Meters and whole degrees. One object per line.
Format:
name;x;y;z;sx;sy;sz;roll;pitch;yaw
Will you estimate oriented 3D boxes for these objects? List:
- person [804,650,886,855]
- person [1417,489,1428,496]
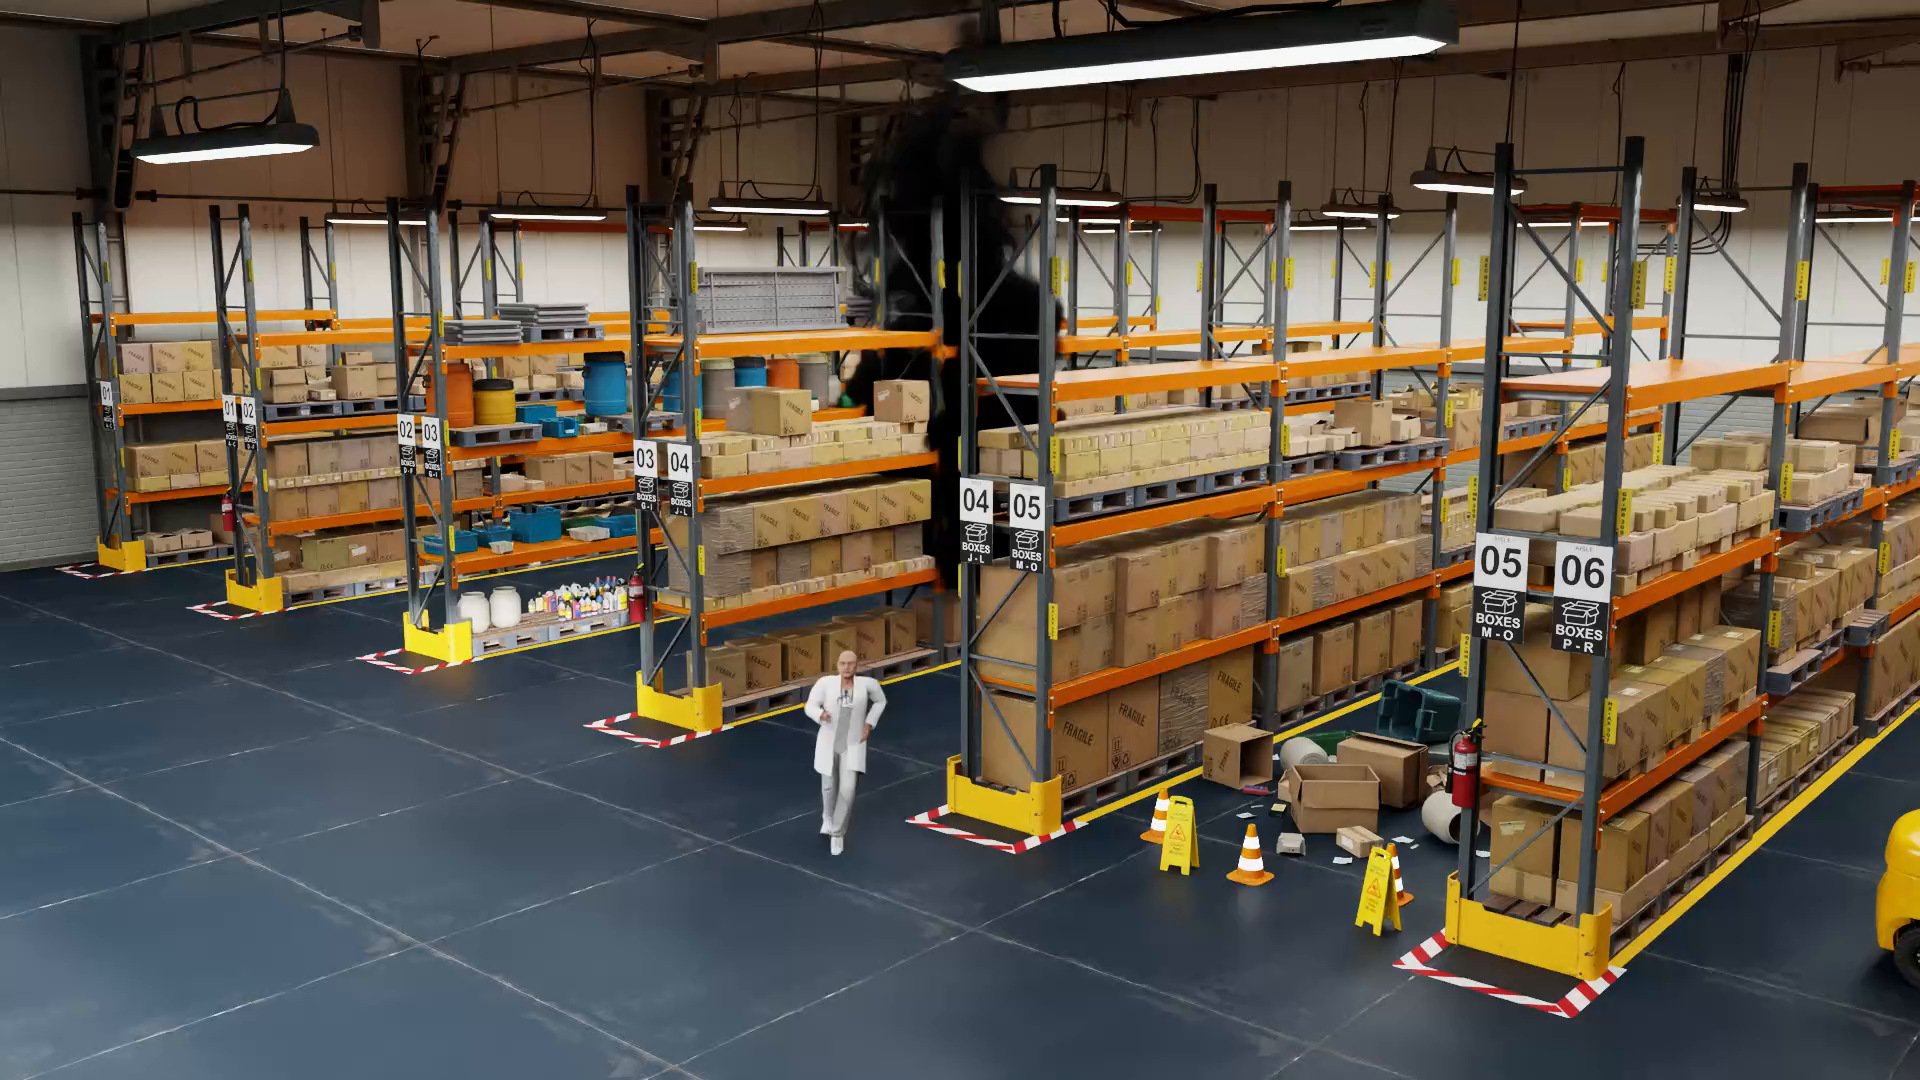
person;-1.023;1.876;14.793;0.705;1.843;0.814;1;9;3
person;7.144;0.049;25.906;0.965;1.664;0.572;-8;12;-40
